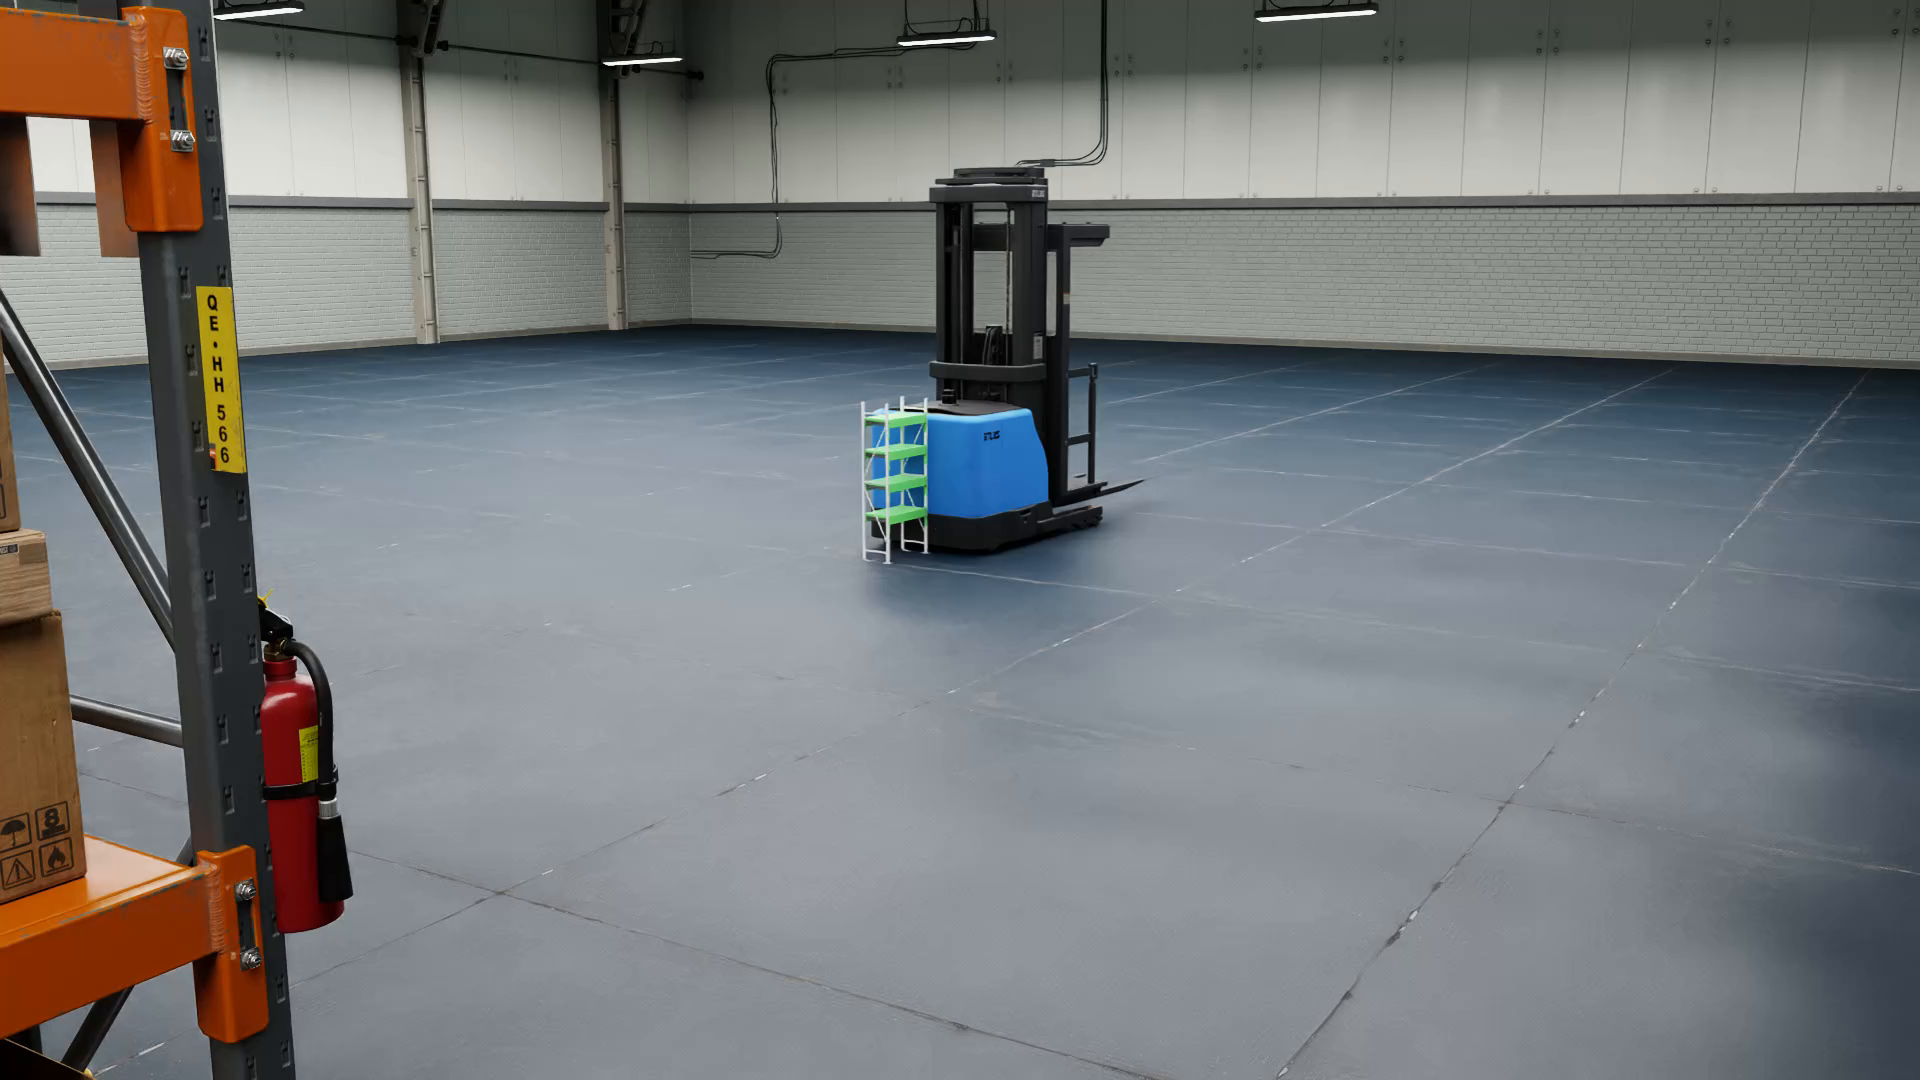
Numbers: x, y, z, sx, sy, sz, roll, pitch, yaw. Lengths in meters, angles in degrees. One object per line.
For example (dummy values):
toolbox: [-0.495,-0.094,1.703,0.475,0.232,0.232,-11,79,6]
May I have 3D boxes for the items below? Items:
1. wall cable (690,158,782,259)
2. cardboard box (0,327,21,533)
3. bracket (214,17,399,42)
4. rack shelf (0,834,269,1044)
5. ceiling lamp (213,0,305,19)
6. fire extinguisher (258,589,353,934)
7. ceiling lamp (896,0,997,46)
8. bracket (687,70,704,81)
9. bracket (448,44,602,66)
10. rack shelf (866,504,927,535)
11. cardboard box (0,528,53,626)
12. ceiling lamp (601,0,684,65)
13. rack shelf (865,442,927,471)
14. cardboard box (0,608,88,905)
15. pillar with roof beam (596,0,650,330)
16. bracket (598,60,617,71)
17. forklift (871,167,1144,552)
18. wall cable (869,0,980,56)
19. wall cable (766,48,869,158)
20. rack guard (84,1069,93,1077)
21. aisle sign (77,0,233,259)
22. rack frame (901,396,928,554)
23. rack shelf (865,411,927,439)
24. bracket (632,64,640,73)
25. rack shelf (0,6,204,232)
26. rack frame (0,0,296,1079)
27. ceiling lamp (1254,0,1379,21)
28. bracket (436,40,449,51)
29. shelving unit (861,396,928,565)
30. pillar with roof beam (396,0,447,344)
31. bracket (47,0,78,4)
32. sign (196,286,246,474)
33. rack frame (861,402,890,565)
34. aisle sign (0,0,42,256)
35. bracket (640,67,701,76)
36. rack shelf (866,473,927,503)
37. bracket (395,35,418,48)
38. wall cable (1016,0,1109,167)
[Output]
wall cable: [-5.837,-8.472,42.606,3.097,2.526,0.112,6,12,31]
cardboard box: [-2.042,-0.257,2.791,0.700,0.500,0.500,6,12,31]
bracket: [-12.861,-9.983,32.454,0.076,0.066,4.783,6,12,31]
rack shelf: [-2.800,1.018,1.736,1.077,0.370,4.000,6,12,31]
ceiling lamp: [-11.173,-10.036,26.660,2.000,3.185,0.800,6,12,31]
fire extinguisher: [-1.303,0.413,3.219,0.296,0.674,0.183,6,12,31]
ceiling lamp: [-0.128,-10.763,30.542,2.000,3.185,0.800,6,12,31]
bracket: [-6.747,-11.835,42.347,0.235,0.232,0.430,6,12,31]
bracket: [-9.746,-10.926,37.495,0.076,0.066,4.783,6,12,31]
rack shelf: [-0.489,-0.159,12.609,0.258,0.148,0.480,7,13,34]
cardboard box: [-1.797,0.060,2.862,0.380,0.149,0.250,6,12,30]
ceiling lamp: [-6.444,-11.469,34.313,2.000,3.185,0.800,6,12,31]
rack shelf: [-0.489,-0.631,12.520,0.258,0.148,0.480,7,13,34]
cardboard box: [-2.015,0.373,2.955,0.700,0.500,0.500,6,12,31]
pillar with roof beam: [-4.817,-9.250,38.323,9.100,9.000,0.548,6,12,31]
bracket: [-8.409,-11.331,39.659,0.235,0.232,0.430,6,12,31]
forklift: [0.544,-1.574,13.811,1.130,2.935,3.031,7,13,34]
wall cable: [-0.880,-12.636,38.763,3.097,2.526,0.112,6,12,31]
wall cable: [-3.525,-10.696,40.761,3.097,2.526,0.112,6,12,31]
rack guard: [-1.749,1.575,3.600,1.175,0.500,0.348,6,12,31]
aisle sign: [-1.476,-0.910,3.016,0.394,0.787,0.004,6,12,31]
rack frame: [-0.351,-0.495,12.751,0.240,1.200,0.015,7,13,34]
rack shelf: [-0.489,-0.867,12.476,0.258,0.148,0.480,7,13,34]
bracket: [-7.978,-11.462,40.356,0.235,0.232,0.430,6,12,31]
rack shelf: [-2.800,-0.457,1.460,1.077,0.370,4.000,6,12,31]
rack frame: [-1.759,0.350,3.348,0.949,2.616,0.053,6,12,31]
ceiling lamp: [5.906,-10.088,26.939,2.000,3.185,0.800,6,12,31]
bracket: [-11.093,-10.518,35.316,0.235,0.232,0.430,6,12,31]
shelving unit: [-0.489,-0.458,12.553,0.258,1.200,0.503,7,13,34]
pillar with roof beam: [-7.932,-8.306,33.283,9.100,9.000,0.548,6,12,31]
bracket: [-15.977,-9.039,27.414,0.076,0.066,4.783,6,12,31]
sign: [-1.305,-0.282,2.933,0.100,0.325,0.005,6,12,31]
rack frame: [-0.627,-0.421,12.355,0.240,1.200,0.015,7,13,34]
aisle sign: [-1.989,-0.968,3.322,0.394,0.787,0.004,6,12,31]
bracket: [-7.054,-11.742,41.851,0.076,0.066,3.189,6,12,31]
rack shelf: [-0.489,-0.395,12.564,0.258,0.148,0.480,7,13,34]
bracket: [-11.524,-10.388,34.619,0.235,0.232,0.430,6,12,31]
wall cable: [2.268,-10.760,37.149,2.305,6.003,0.169,6,12,31]
